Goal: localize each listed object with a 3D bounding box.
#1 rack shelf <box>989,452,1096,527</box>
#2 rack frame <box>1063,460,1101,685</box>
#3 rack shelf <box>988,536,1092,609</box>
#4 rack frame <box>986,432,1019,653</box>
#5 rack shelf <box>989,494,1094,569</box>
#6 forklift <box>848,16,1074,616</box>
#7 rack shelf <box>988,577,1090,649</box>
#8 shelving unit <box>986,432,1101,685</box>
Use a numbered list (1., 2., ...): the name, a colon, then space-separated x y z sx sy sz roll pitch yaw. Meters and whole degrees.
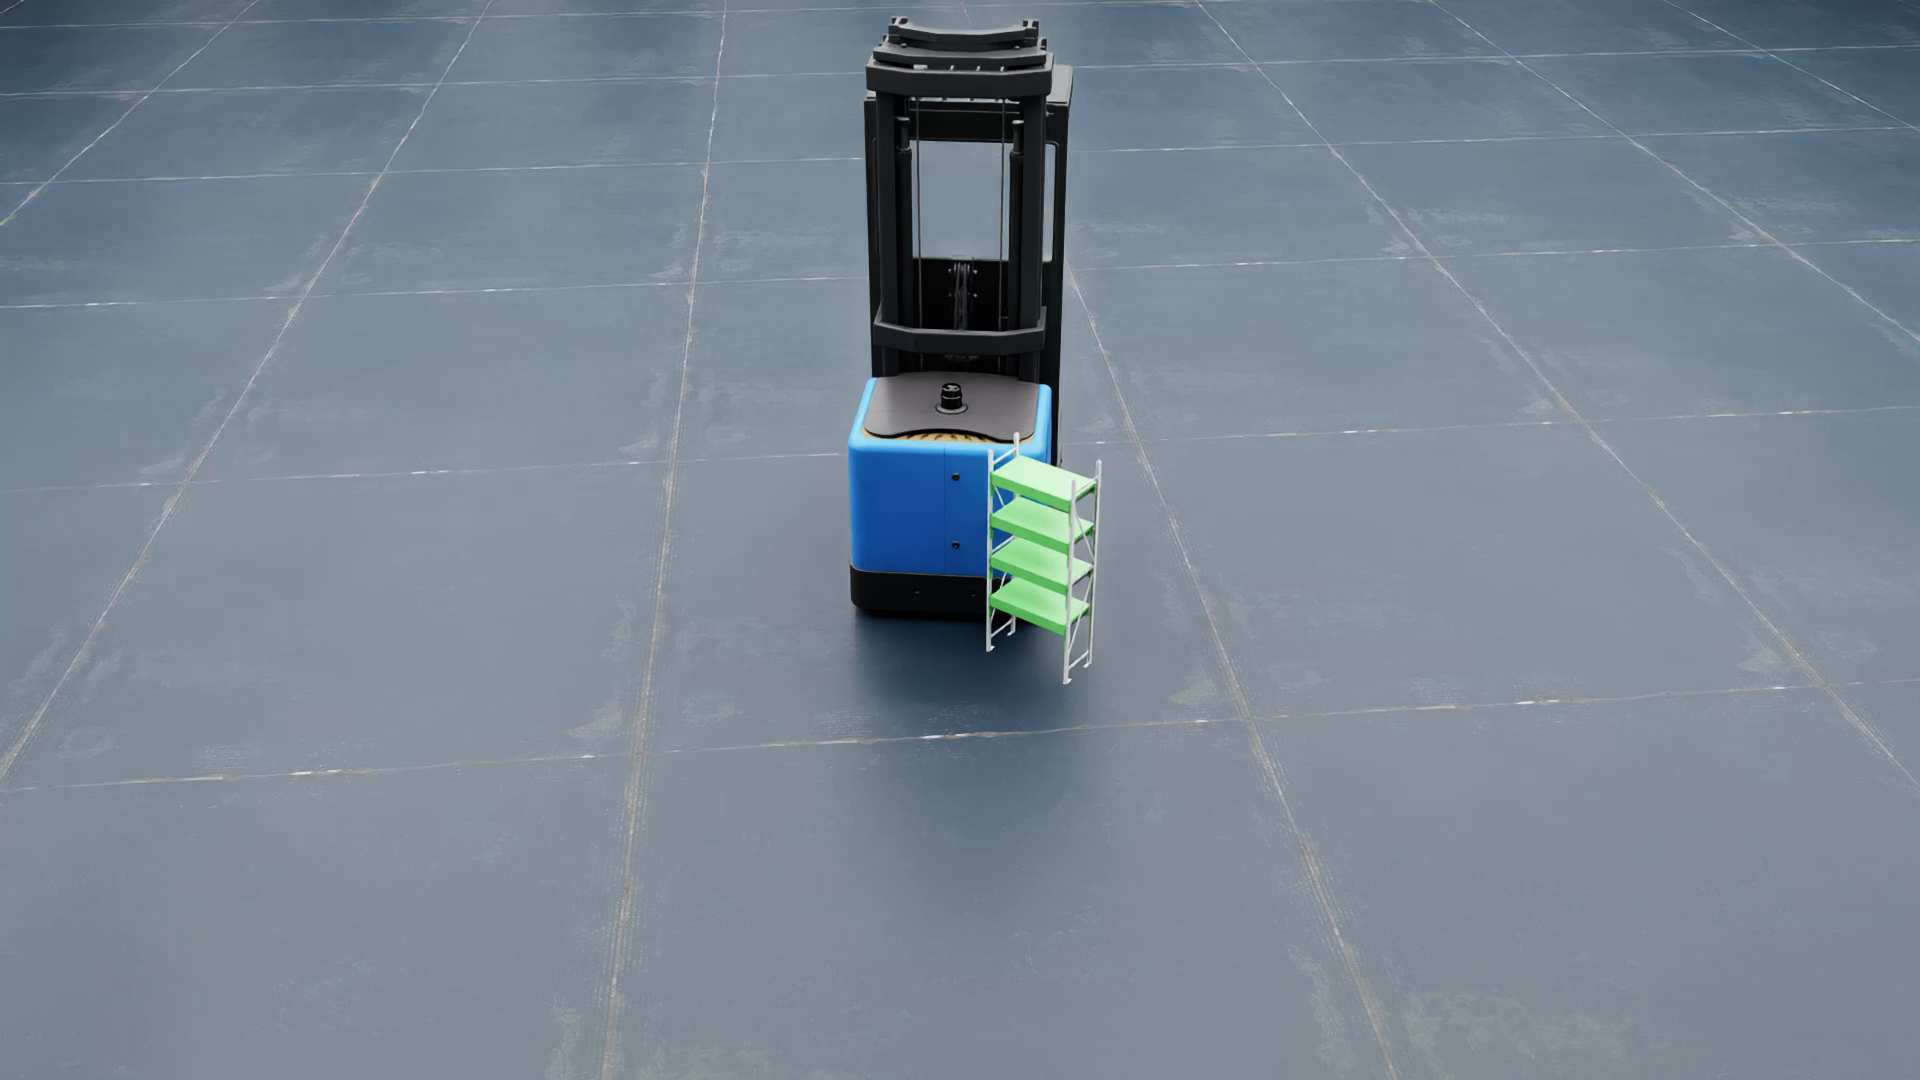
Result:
1. rack shelf: 0.412 -0.253 8.190 0.480 0.148 0.258 21 37 31
2. rack frame: 0.607 0.179 8.280 0.015 1.200 0.240 21 37 31
3. rack shelf: 0.412 0.158 8.438 0.480 0.148 0.258 21 37 31
4. rack frame: 0.217 0.027 8.531 0.015 1.200 0.240 21 37 31
5. rack shelf: 0.412 -0.048 8.314 0.480 0.148 0.258 21 37 31
6. forklift: 0.057 -1.577 9.532 1.130 2.935 3.031 3 31 4
7. rack shelf: 0.412 0.363 8.562 0.480 0.148 0.258 21 37 31
8. shelving unit: 0.412 0.103 8.405 0.503 1.200 0.258 21 37 31
